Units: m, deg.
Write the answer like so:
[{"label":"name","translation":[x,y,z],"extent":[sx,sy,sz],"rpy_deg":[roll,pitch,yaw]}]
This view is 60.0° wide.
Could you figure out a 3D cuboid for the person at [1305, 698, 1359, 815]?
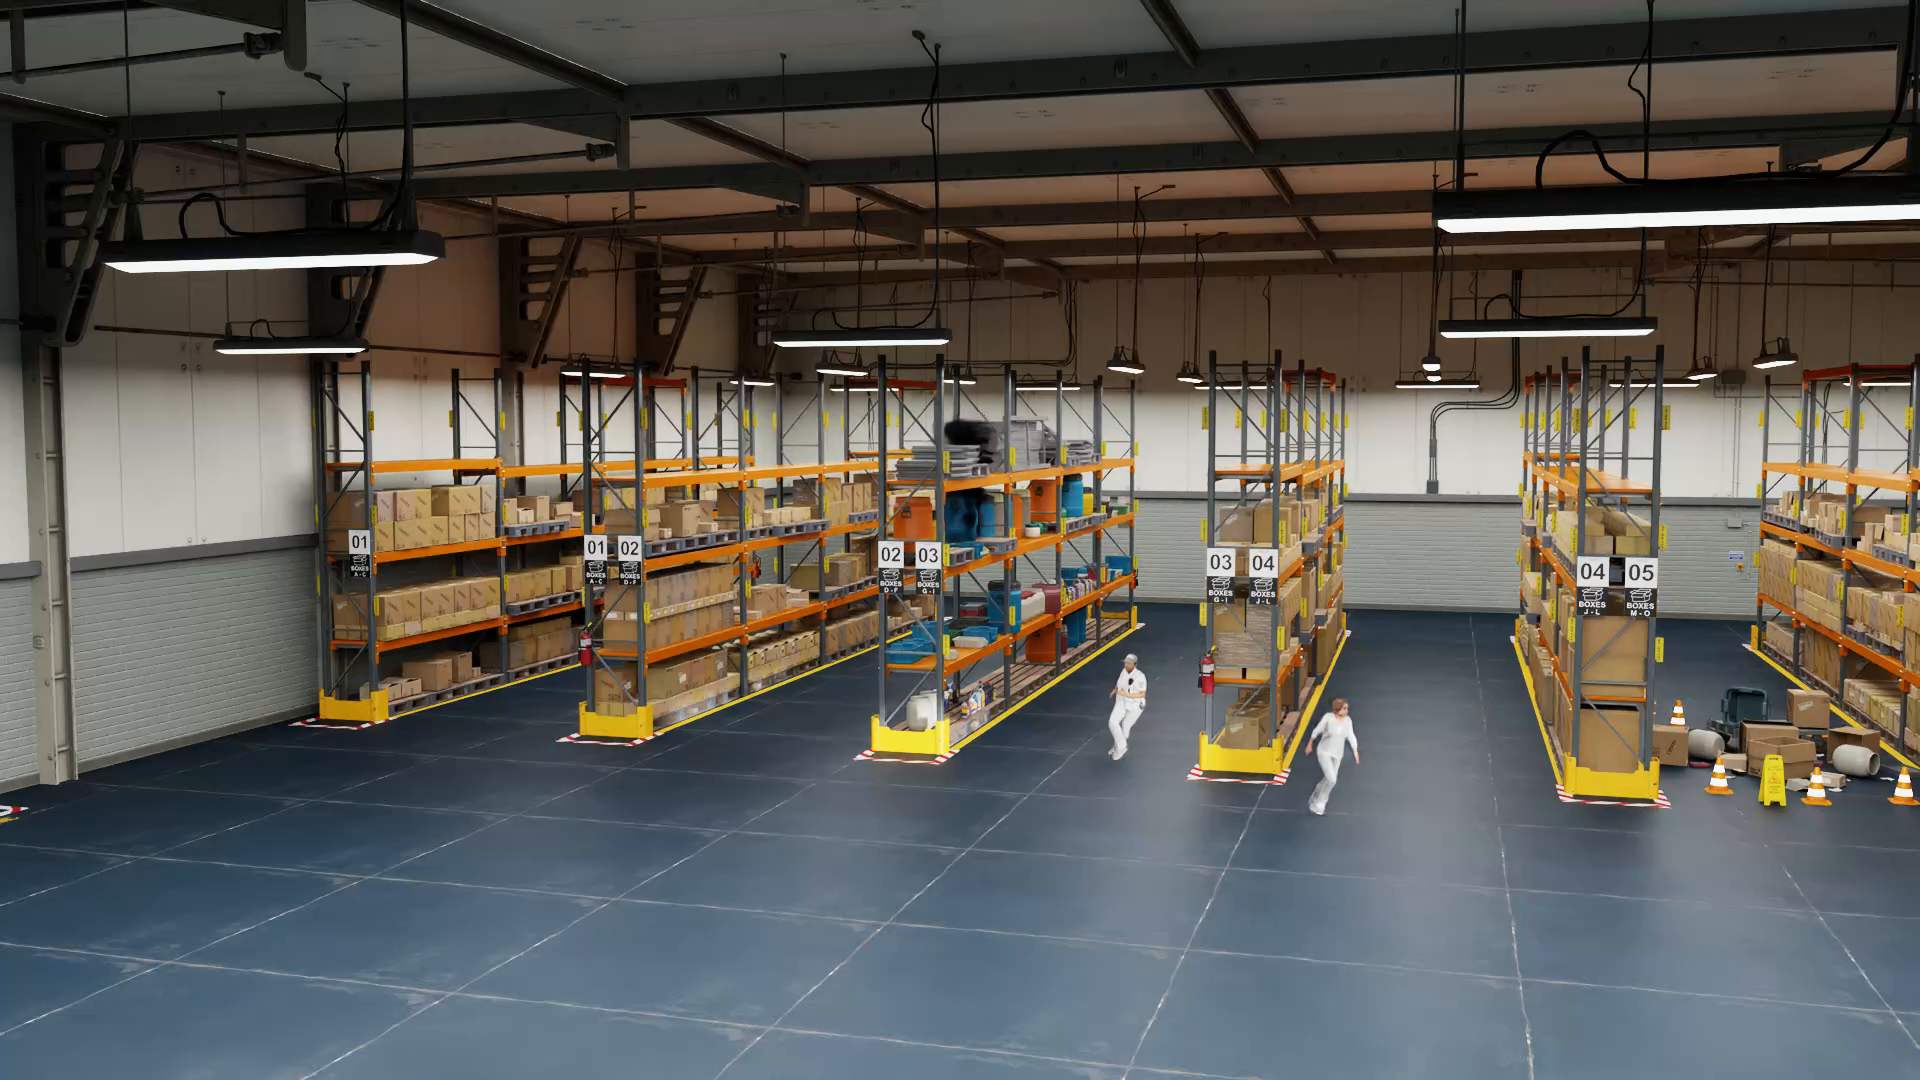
[{"label":"person","translation":[4.713,2.746,20.977],"extent":[0.476,1.494,0.745],"rpy_deg":[-2,4,-20]}]

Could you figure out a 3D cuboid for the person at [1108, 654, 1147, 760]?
[{"label":"person","translation":[2.465,2.444,24.591],"extent":[0.725,1.567,0.680],"rpy_deg":[2,5,29]}]
